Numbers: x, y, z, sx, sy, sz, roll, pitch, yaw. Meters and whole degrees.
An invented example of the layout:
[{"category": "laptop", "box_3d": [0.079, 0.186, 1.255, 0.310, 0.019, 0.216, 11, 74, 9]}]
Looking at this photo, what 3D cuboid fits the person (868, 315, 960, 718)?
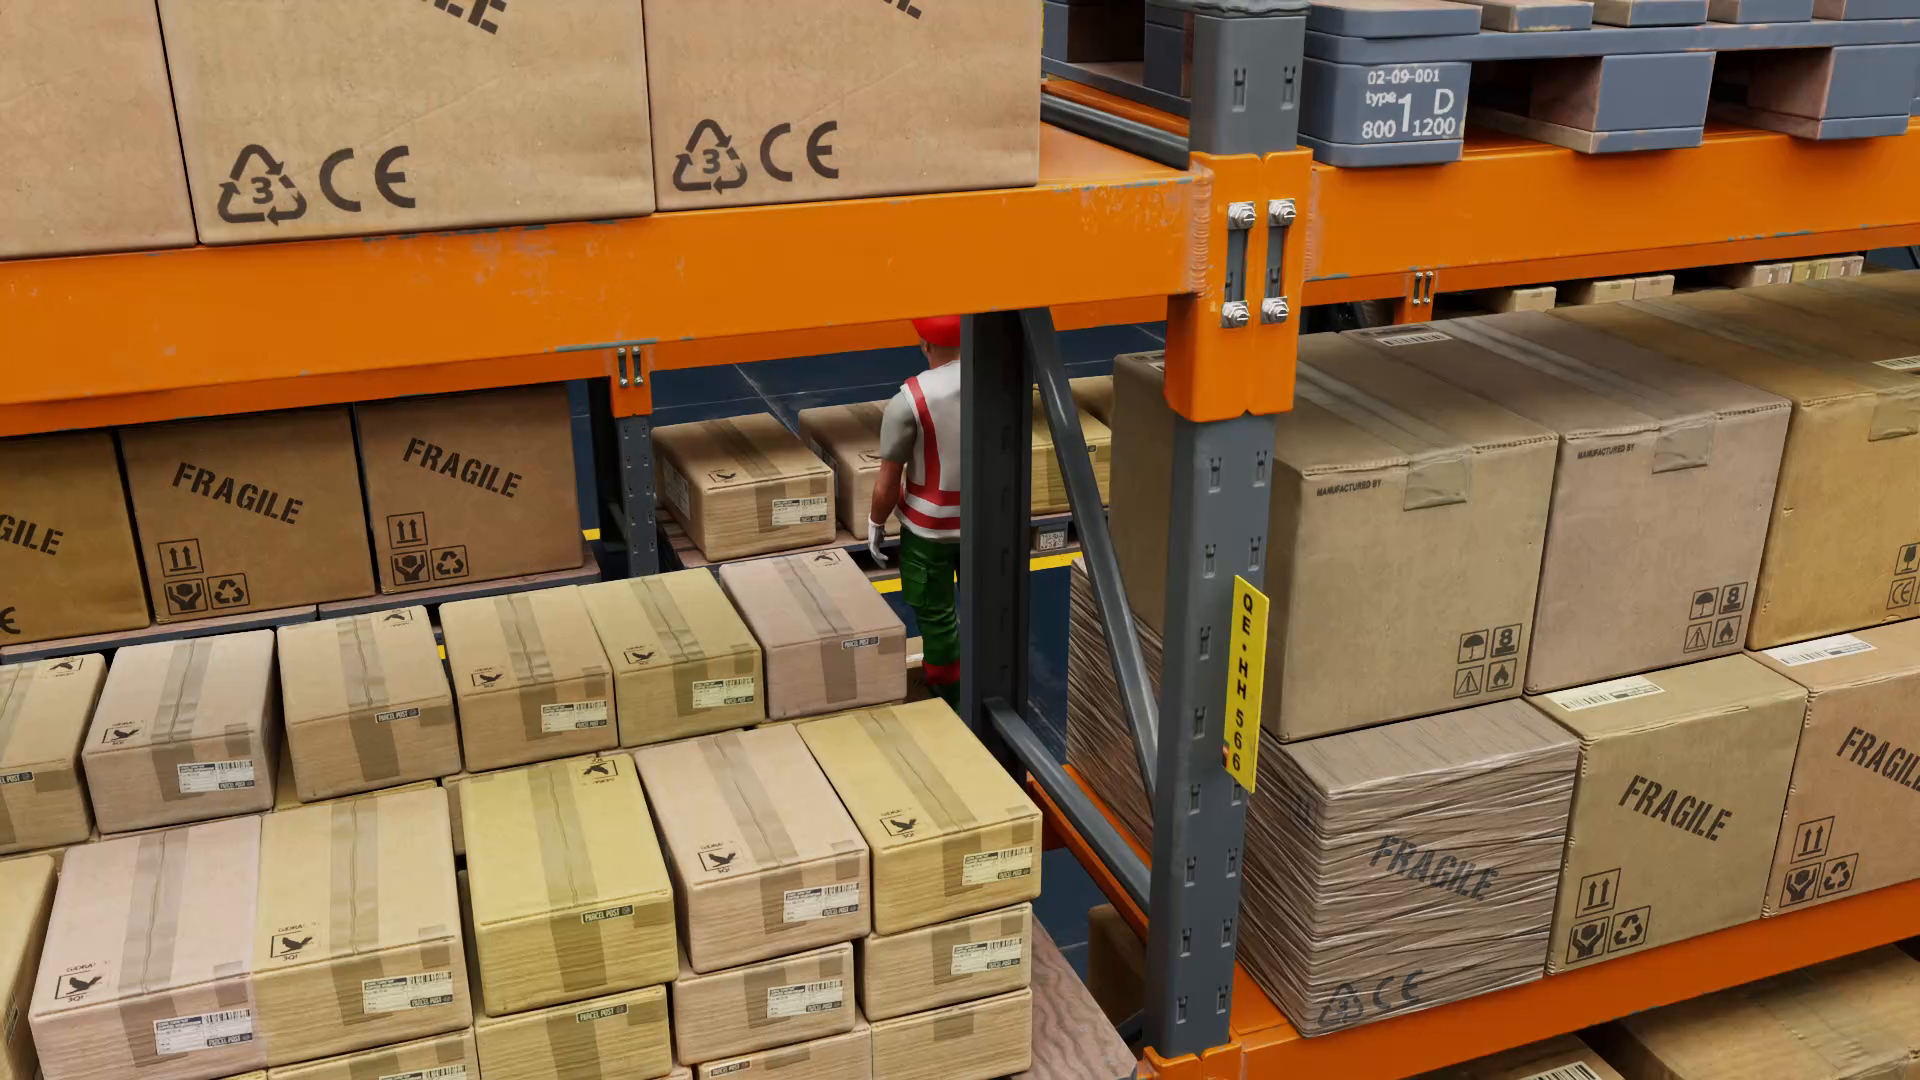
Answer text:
[{"category": "person", "box_3d": [-0.057, -0.097, 6.271, 0.637, 1.788, 0.564, -8, 24, -19]}]
